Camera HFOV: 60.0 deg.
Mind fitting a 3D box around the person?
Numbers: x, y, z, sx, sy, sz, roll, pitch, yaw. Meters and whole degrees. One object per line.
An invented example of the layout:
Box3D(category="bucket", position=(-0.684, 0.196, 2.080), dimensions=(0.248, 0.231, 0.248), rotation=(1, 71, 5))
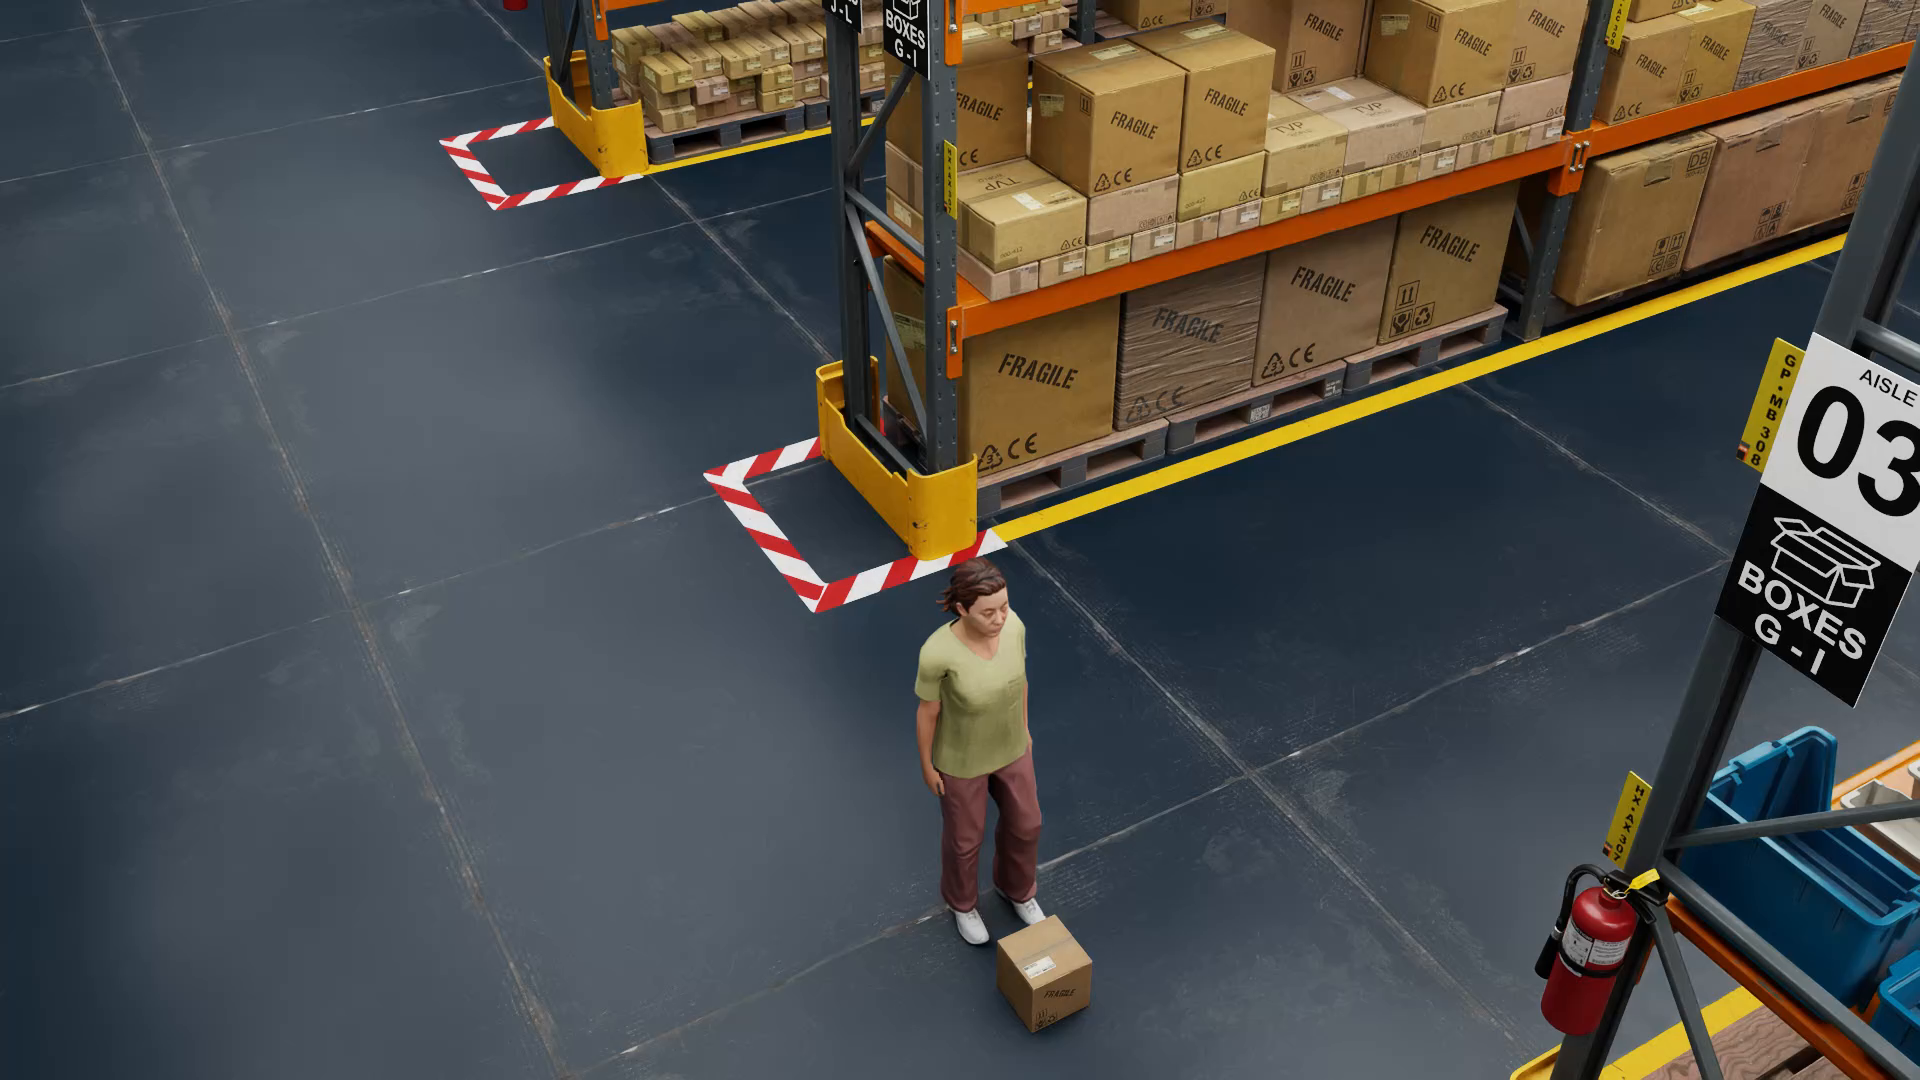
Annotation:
Box3D(category="person", position=(0.077, 0.782, 5.923), dimensions=(0.455, 1.707, 0.413), rotation=(-19, 41, -24))
